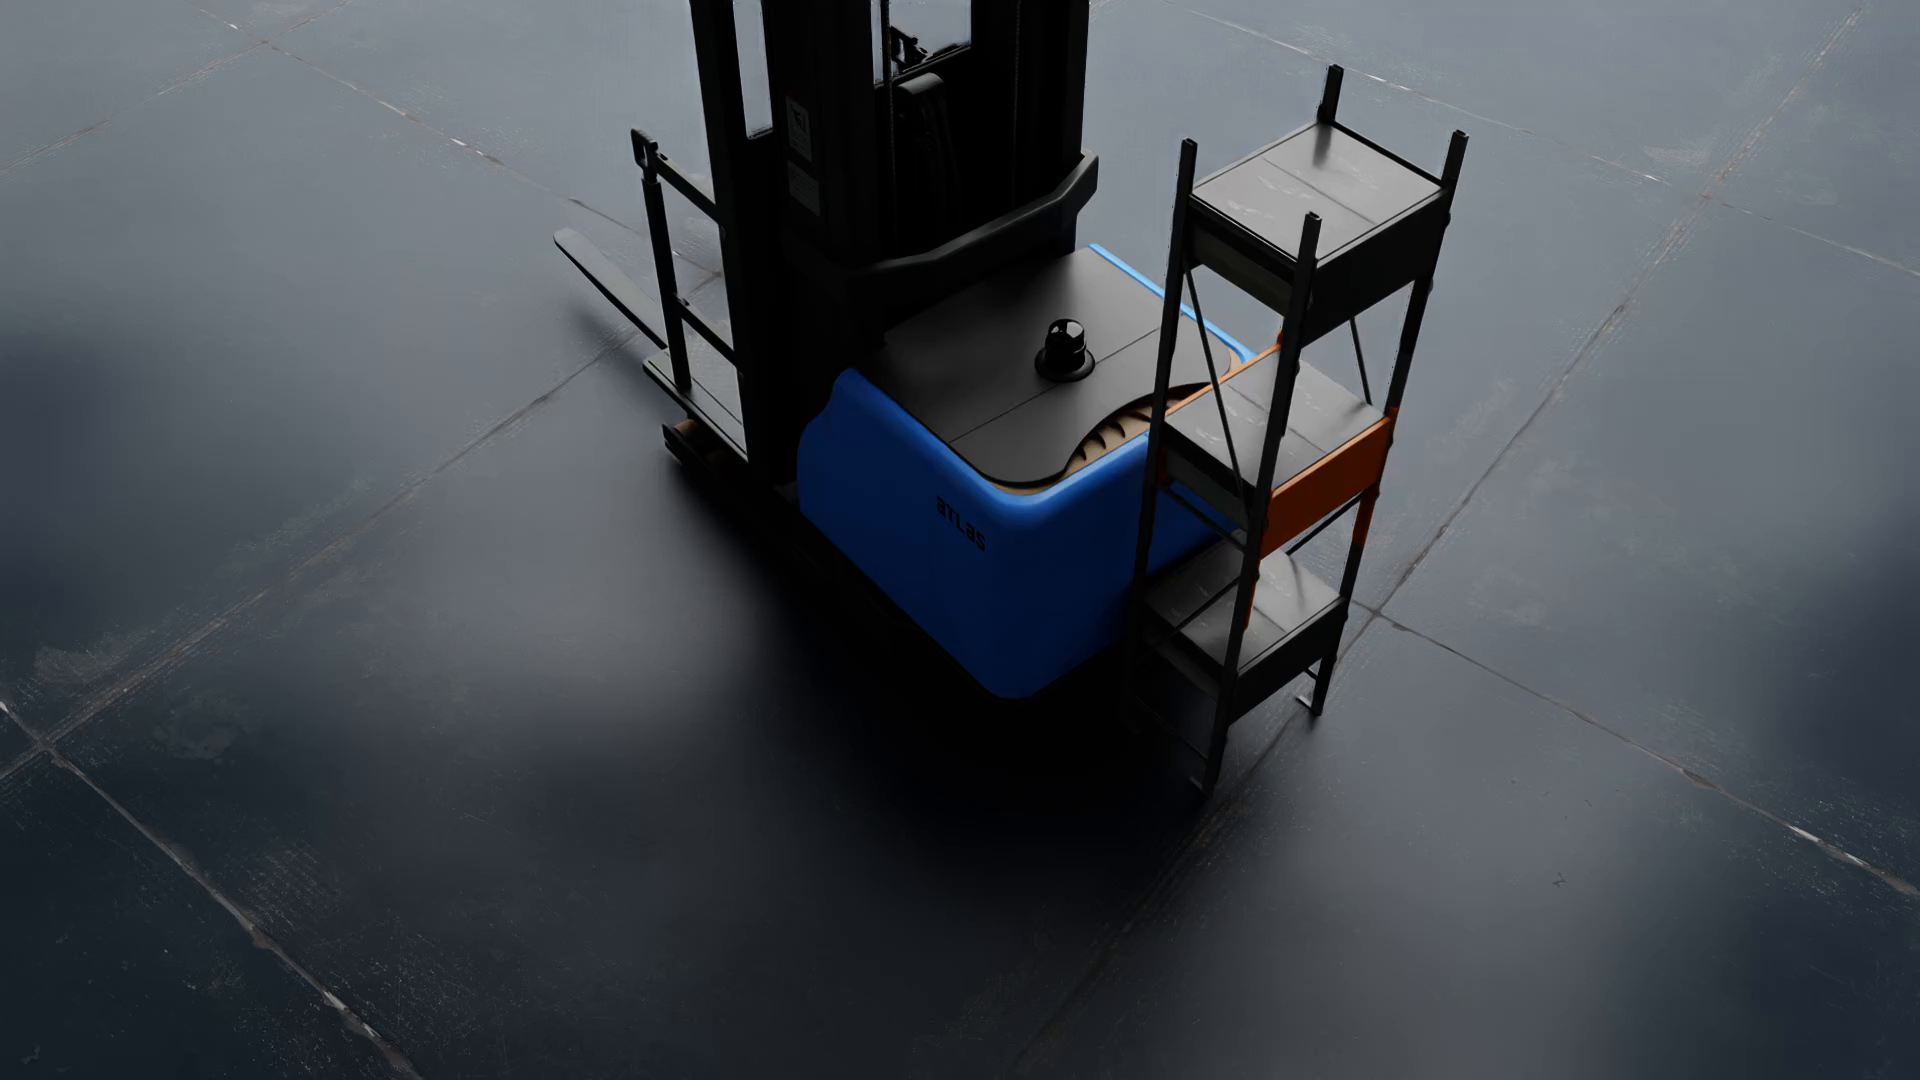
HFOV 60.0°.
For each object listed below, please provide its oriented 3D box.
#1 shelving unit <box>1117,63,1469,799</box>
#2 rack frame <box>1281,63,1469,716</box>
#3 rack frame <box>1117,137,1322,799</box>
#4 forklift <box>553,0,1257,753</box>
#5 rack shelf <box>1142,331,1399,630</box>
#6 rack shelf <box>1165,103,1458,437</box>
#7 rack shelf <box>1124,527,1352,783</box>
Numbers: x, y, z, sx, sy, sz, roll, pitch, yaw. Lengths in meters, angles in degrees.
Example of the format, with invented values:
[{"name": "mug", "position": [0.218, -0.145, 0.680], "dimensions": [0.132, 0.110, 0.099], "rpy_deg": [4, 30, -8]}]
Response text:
[{"name": "shelving unit", "position": [0.815, -0.172, 4.463], "dimensions": [0.503, 2.100, 0.431], "rpy_deg": [-31, 54, -26]}, {"name": "rack frame", "position": [1.003, -0.285, 4.571], "dimensions": [0.015, 2.100, 0.400], "rpy_deg": [-31, 54, -26]}, {"name": "rack frame", "position": [0.628, -0.059, 4.355], "dimensions": [0.015, 2.100, 0.400], "rpy_deg": [-31, 54, -26]}, {"name": "forklift", "position": [-0.407, -1.376, 5.038], "dimensions": [1.130, 2.935, 3.031], "rpy_deg": [-30, 53, -26]}, {"name": "rack shelf", "position": [0.815, -0.163, 4.472], "dimensions": [0.480, 0.518, 0.431], "rpy_deg": [-31, 54, -26]}, {"name": "rack shelf", "position": [0.815, -0.647, 3.966], "dimensions": [0.480, 0.518, 0.431], "rpy_deg": [-31, 54, -26]}, {"name": "rack shelf", "position": [0.815, 0.321, 4.979], "dimensions": [0.480, 0.518, 0.431], "rpy_deg": [-31, 54, -26]}]
